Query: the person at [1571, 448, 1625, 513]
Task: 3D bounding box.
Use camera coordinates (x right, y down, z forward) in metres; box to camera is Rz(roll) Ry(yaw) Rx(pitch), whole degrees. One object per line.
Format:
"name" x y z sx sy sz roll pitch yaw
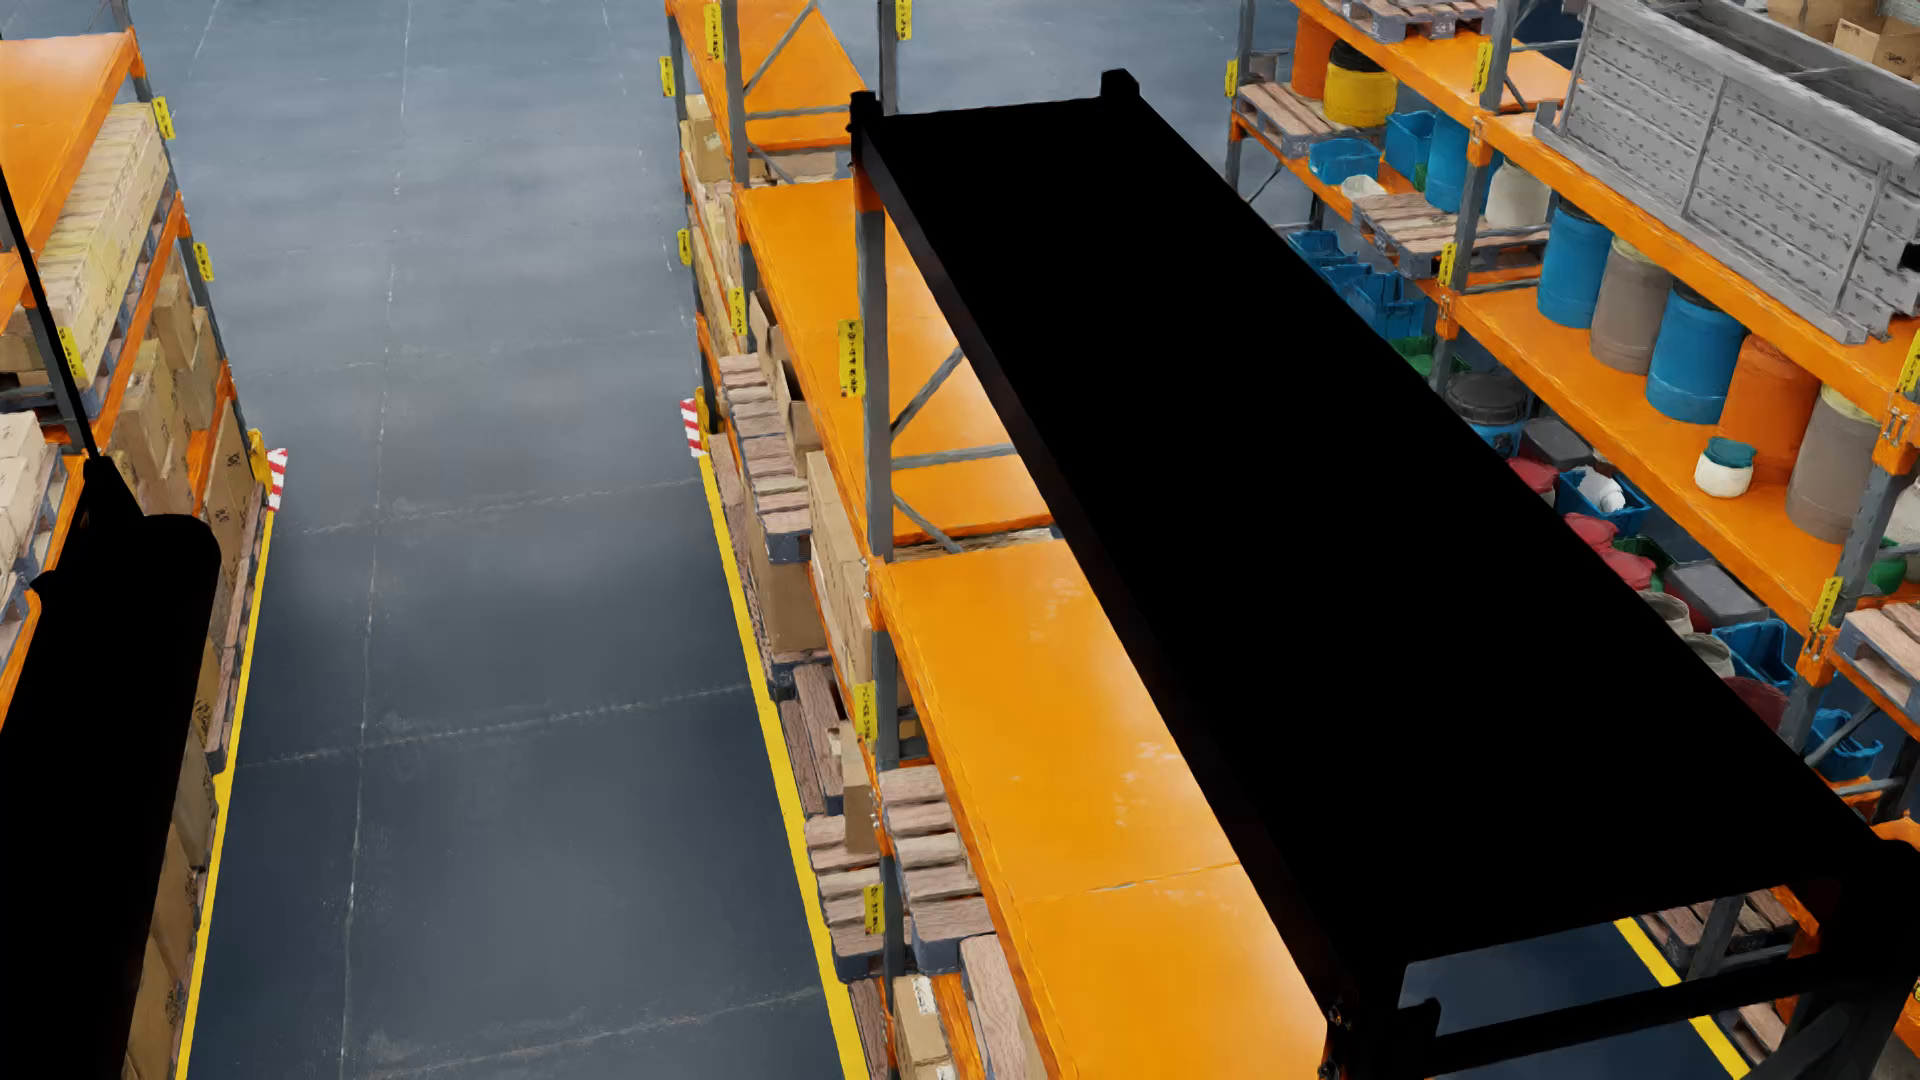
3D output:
"person" 4.555 0.036 12.130 0.489 1.769 0.635 -13 36 -18
